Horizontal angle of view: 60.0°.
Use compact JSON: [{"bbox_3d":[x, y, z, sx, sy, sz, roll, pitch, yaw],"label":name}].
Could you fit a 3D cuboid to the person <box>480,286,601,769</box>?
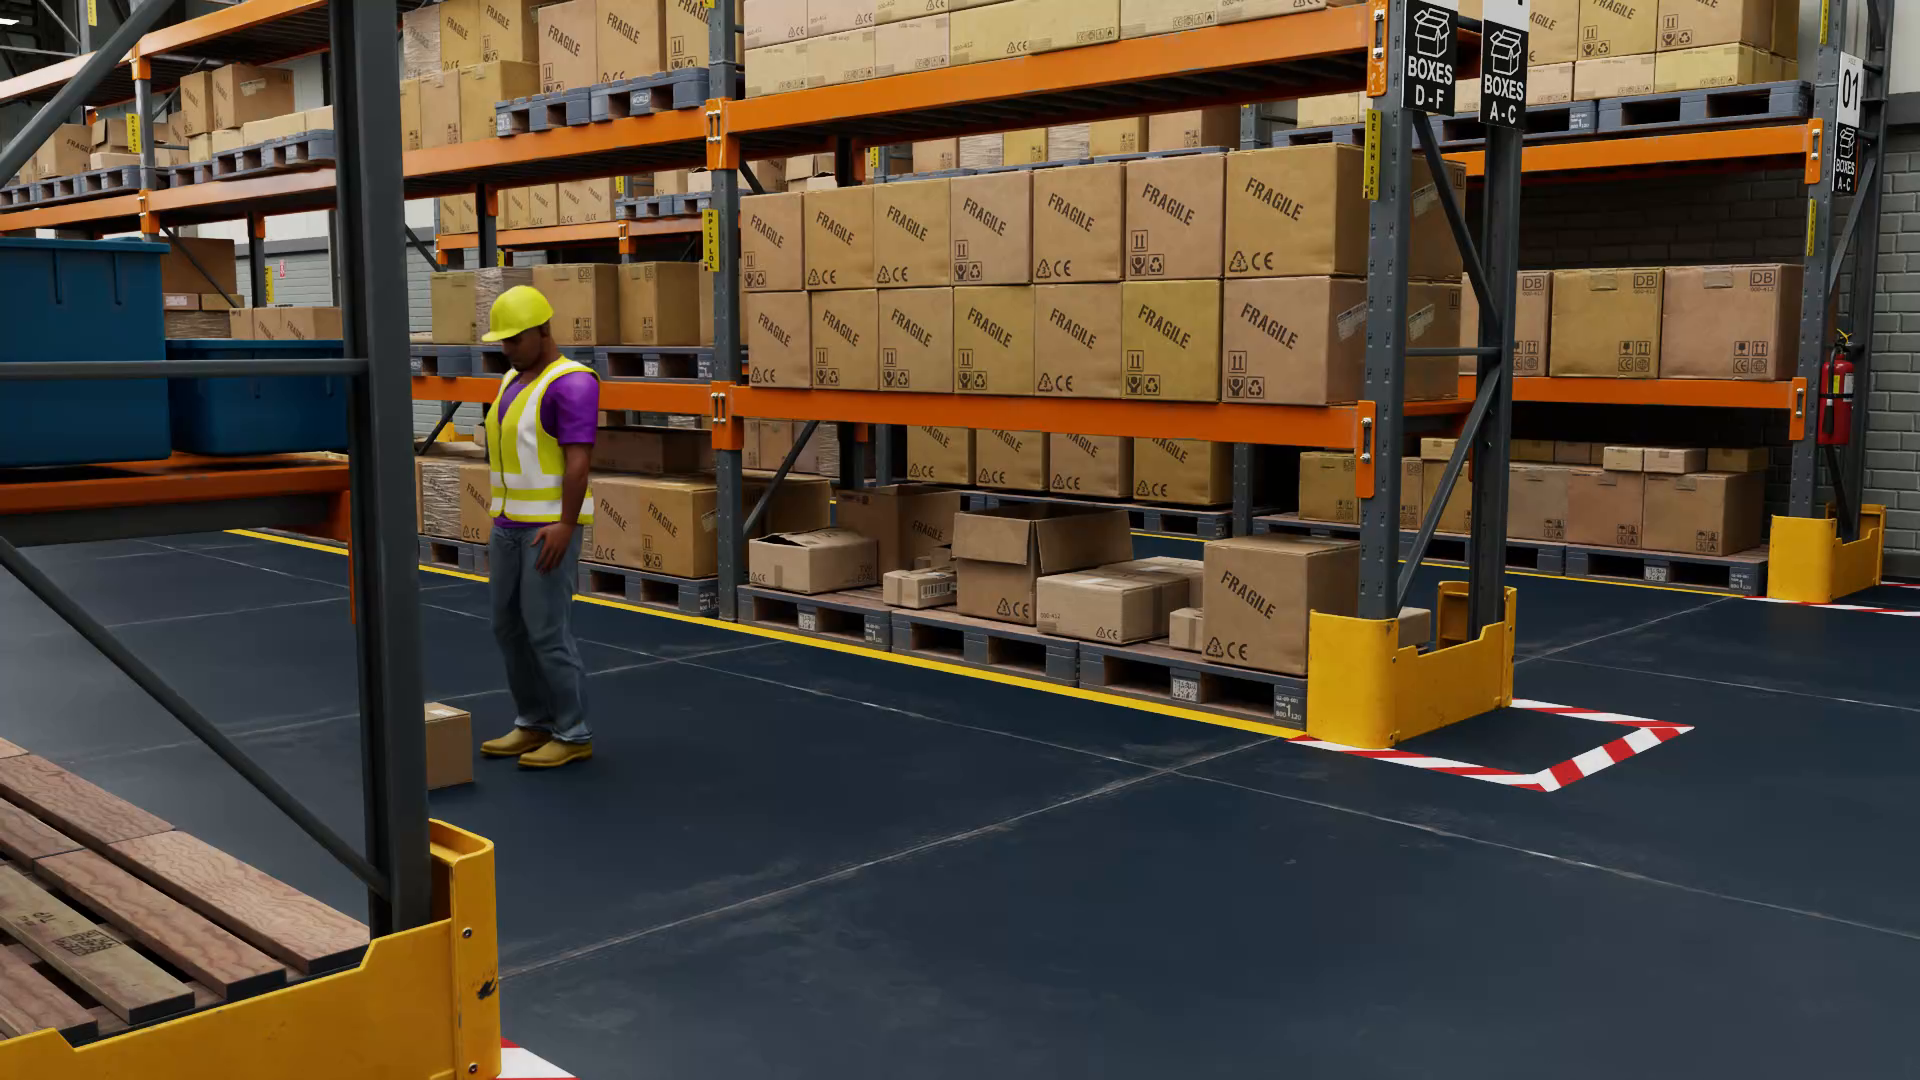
[{"bbox_3d":[-1.558,-0.051,6.134,0.573,1.751,0.384,7,10,44],"label":"person"}]
